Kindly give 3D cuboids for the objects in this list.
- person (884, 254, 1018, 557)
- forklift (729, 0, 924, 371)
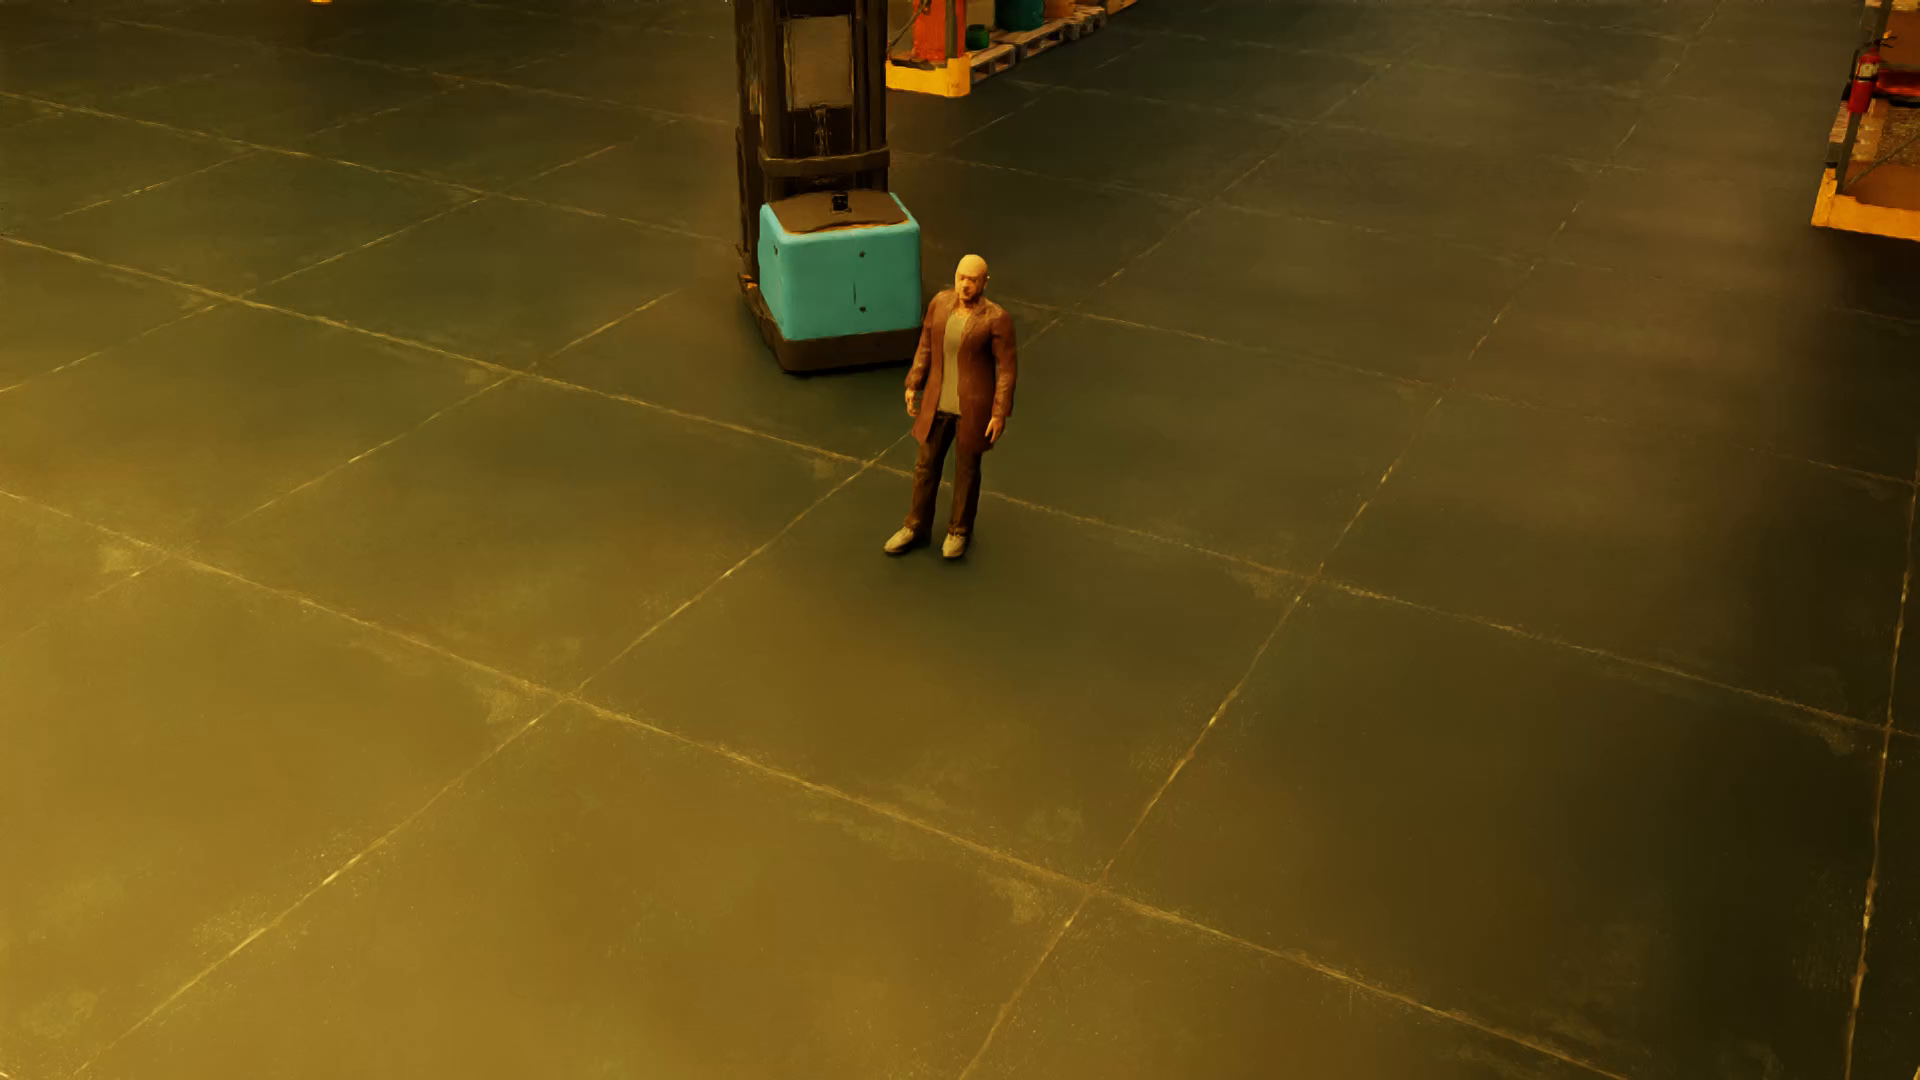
[{"bbox_3d":[-0.048,-0.737,9.488,0.694,1.776,0.580,15,33,25],"label":"person"},{"bbox_3d":[-1.160,-3.206,12.625,1.130,2.935,3.031,-8,31,-14],"label":"forklift"}]
